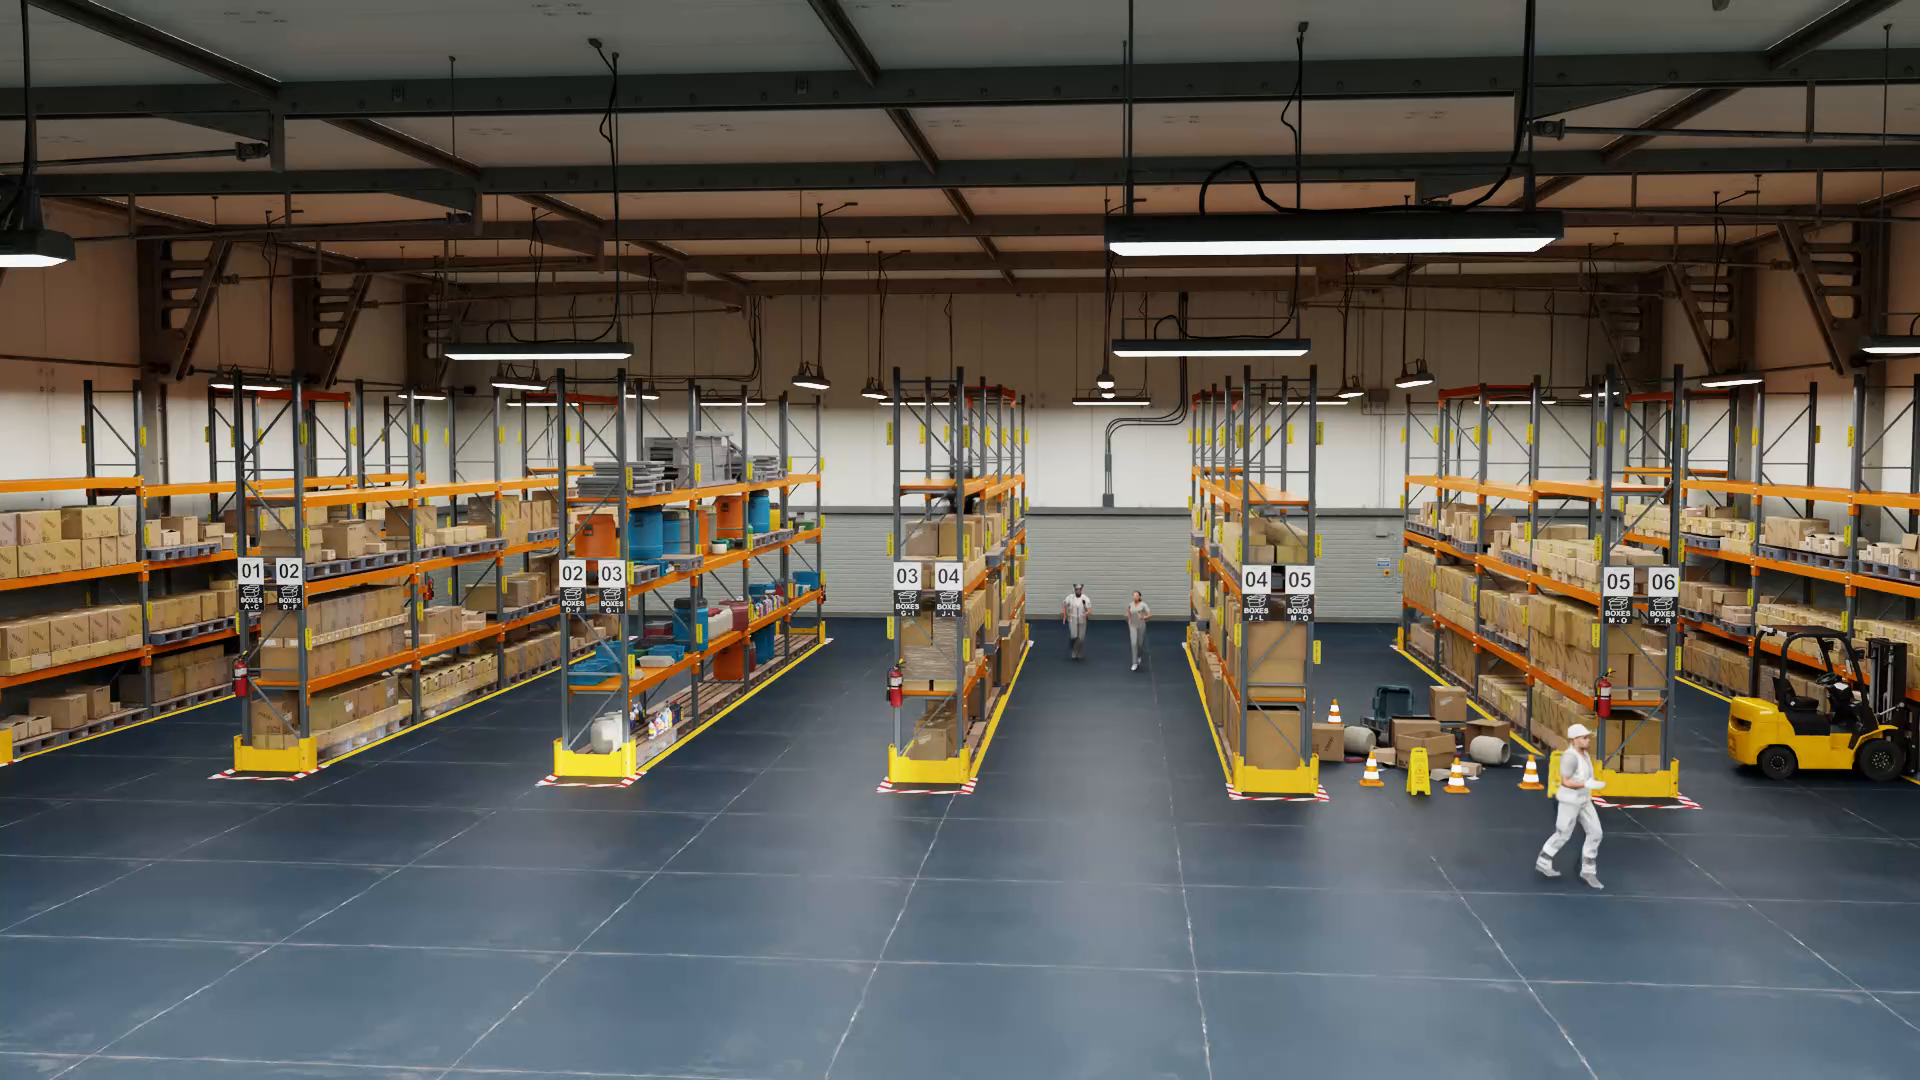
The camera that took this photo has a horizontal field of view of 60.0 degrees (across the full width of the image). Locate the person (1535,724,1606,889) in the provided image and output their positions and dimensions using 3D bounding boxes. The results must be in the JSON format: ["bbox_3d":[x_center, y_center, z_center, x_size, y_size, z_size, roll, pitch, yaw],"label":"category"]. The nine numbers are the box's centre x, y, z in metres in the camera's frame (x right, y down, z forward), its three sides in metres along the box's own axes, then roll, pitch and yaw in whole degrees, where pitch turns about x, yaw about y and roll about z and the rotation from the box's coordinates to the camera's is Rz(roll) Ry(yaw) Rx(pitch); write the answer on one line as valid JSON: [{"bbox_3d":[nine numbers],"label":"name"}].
[{"bbox_3d":[6.852,2.965,18.547,0.600,1.846,0.828,-3,5,-41],"label":"person"}]

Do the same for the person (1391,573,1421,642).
[{"bbox_3d":[10.925,1.610,40.379,0.889,1.788,0.705,2,4,26],"label":"person"}]

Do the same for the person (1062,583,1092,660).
[{"bbox_3d":[2.624,1.815,37.155,0.639,1.738,0.735,0,4,-4],"label":"person"}]

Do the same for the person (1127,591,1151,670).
[{"bbox_3d":[3.864,1.930,36.031,0.557,1.682,0.894,1,4,14],"label":"person"}]
